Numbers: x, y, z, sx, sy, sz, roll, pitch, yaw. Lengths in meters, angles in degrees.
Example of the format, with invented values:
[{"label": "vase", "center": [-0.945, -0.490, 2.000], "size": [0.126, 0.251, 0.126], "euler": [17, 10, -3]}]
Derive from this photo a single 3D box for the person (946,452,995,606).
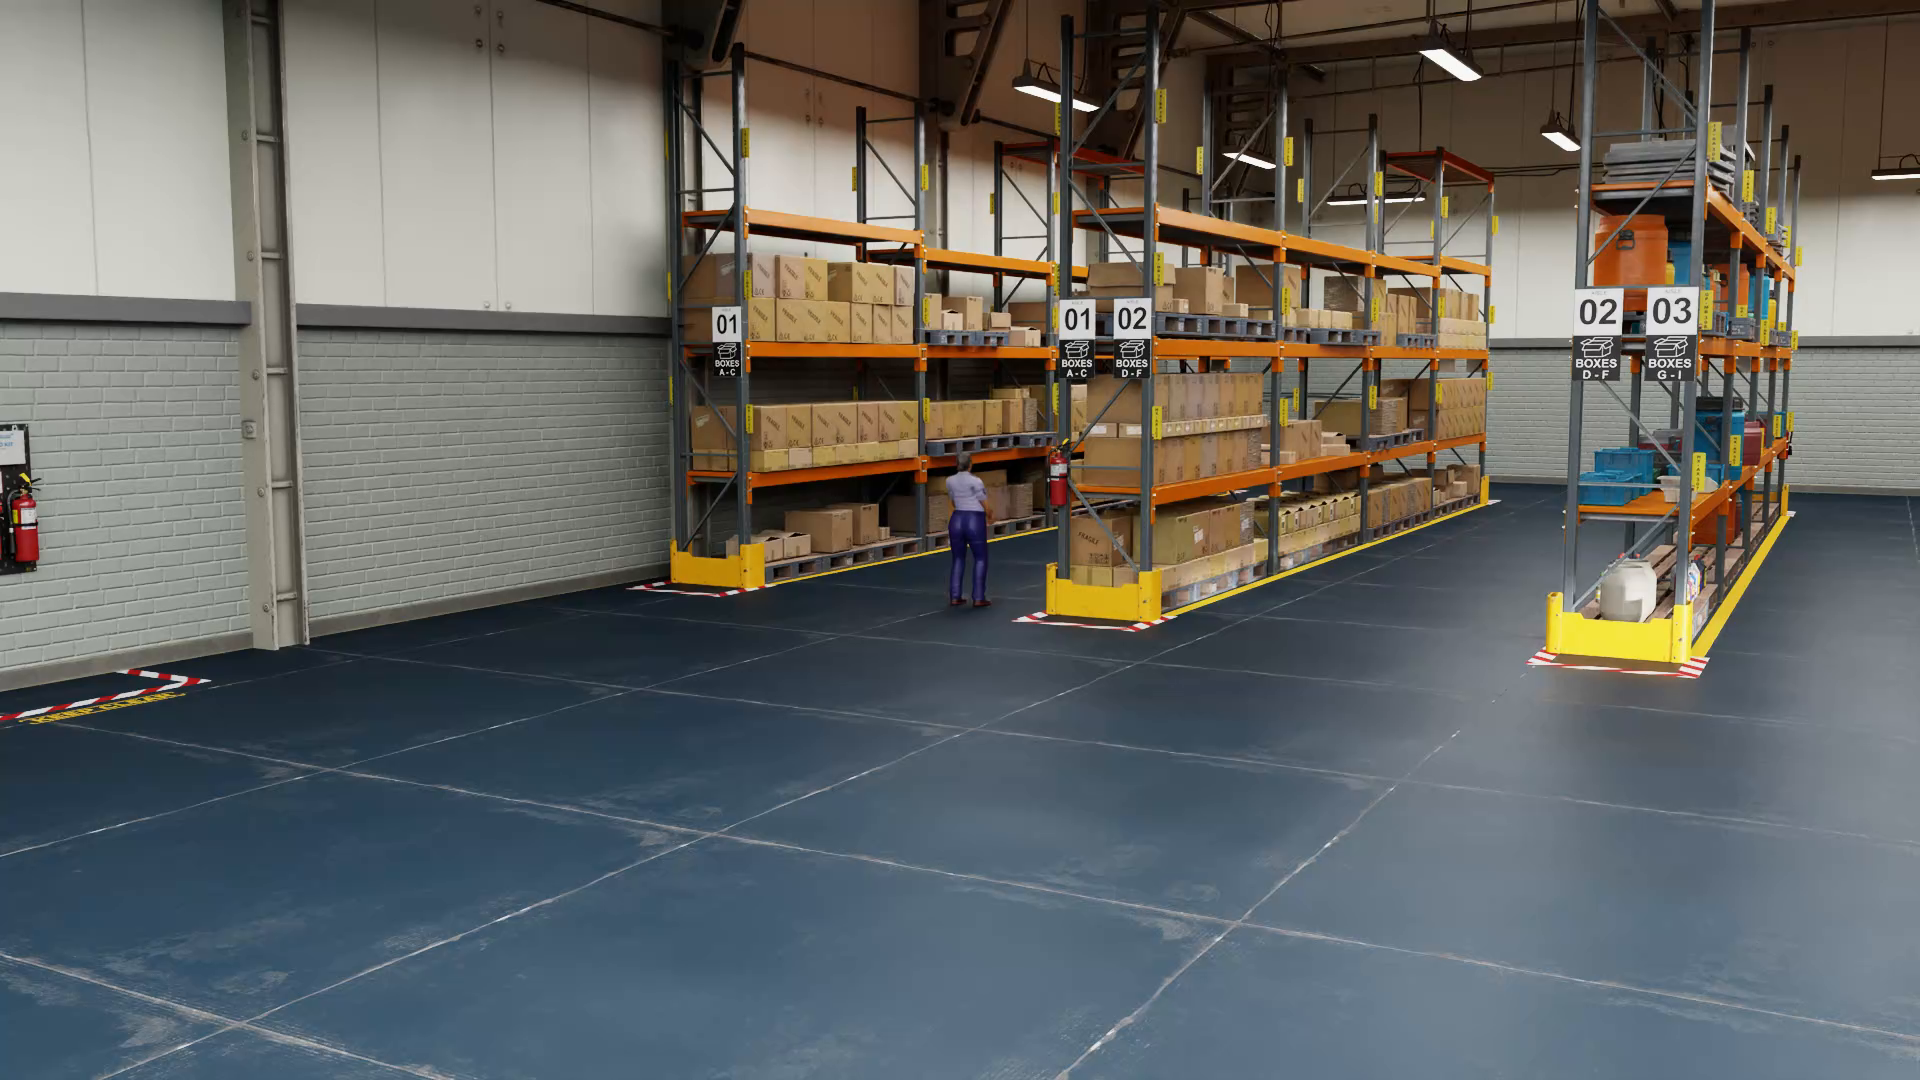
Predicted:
[{"label": "person", "center": [0.122, -0.123, 17.663], "size": [0.453, 1.636, 0.524], "euler": [3, 7, 30]}]
